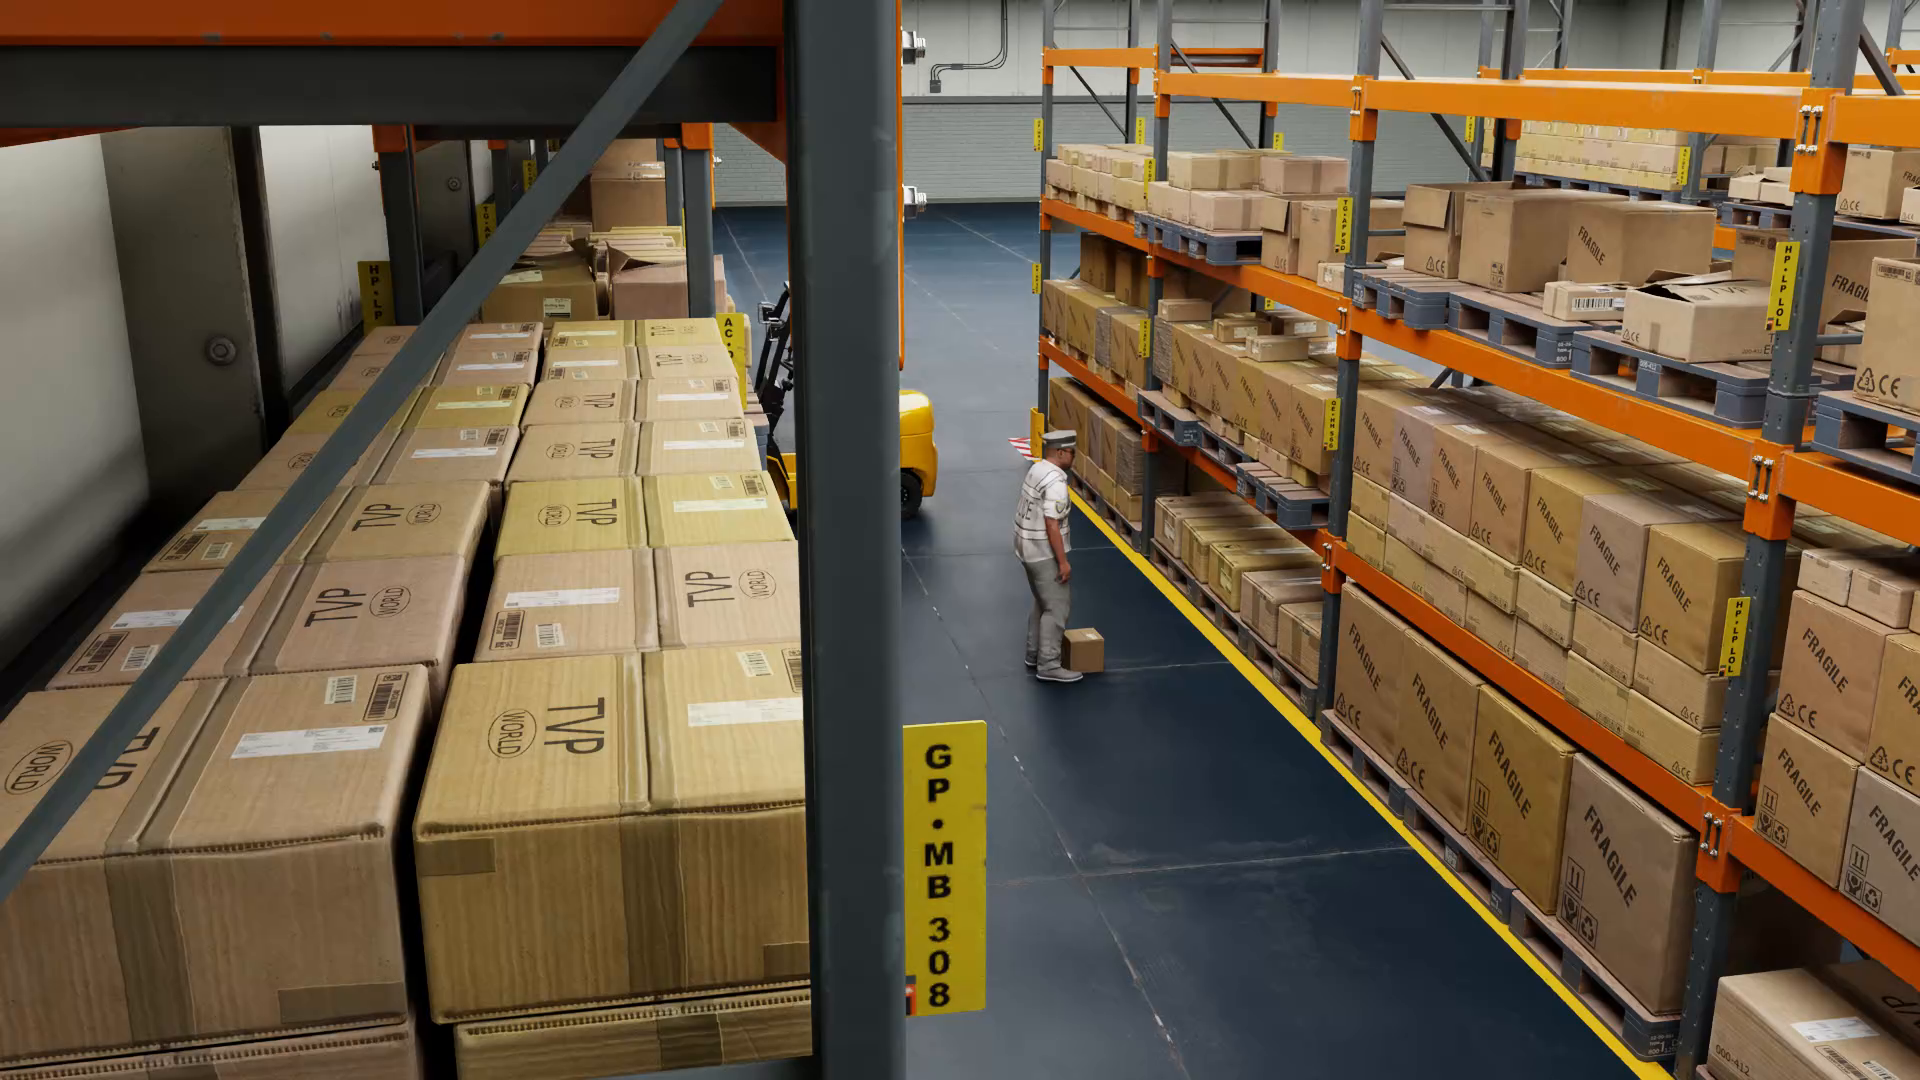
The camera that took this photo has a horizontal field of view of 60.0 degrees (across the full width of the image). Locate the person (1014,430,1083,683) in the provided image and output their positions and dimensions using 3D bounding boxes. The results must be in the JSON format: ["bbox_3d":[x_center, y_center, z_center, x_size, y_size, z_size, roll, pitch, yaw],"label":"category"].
[{"bbox_3d":[0.613,0.096,11.693,0.435,1.748,0.593,-3,17,-11],"label":"person"}]
